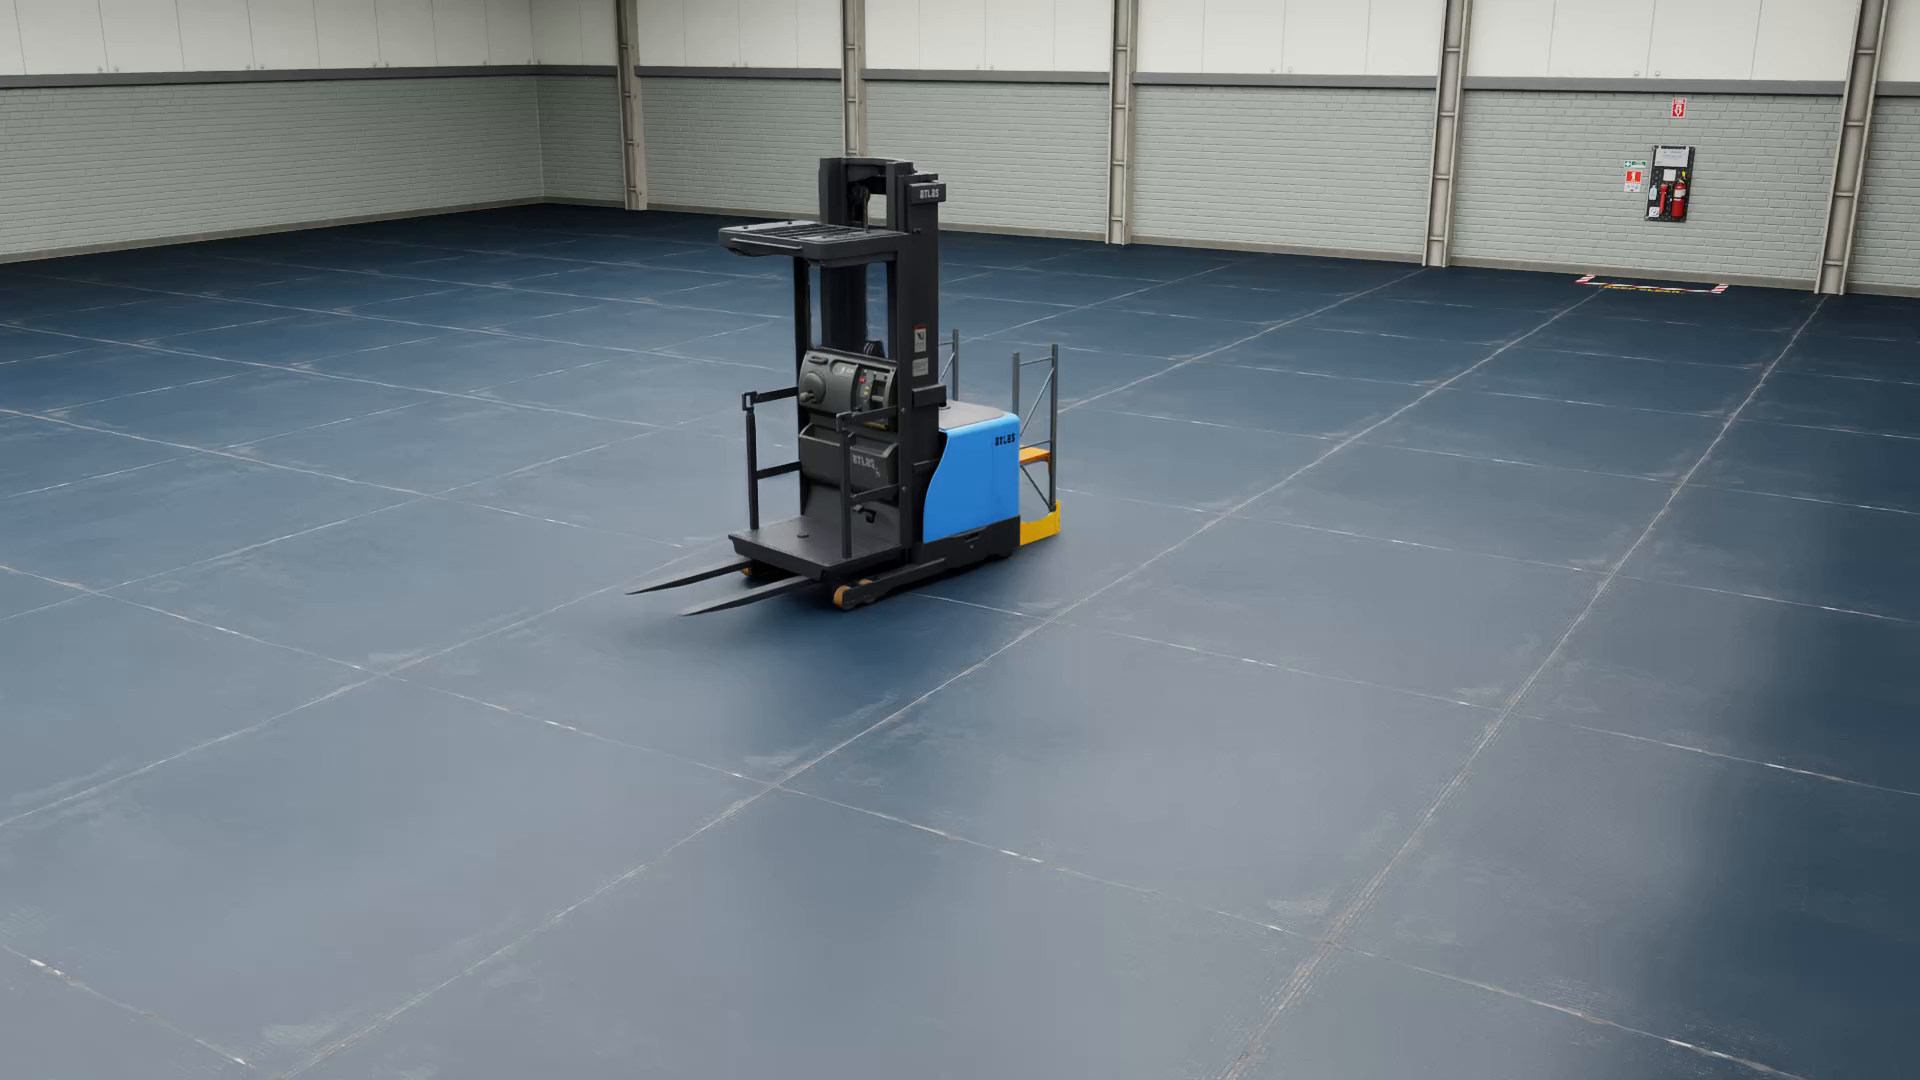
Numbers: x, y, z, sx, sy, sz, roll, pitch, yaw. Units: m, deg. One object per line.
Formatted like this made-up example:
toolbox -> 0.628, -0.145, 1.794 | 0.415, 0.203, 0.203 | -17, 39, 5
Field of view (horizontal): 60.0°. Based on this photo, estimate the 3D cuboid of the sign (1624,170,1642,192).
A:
sign -> 10.701, -5.704, 26.438 | 0.234, 0.329, 0.001 | 10, 20, 30

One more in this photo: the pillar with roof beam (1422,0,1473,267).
pillar with roof beam -> 5.838, -7.909, 23.436 | 0.400, 9.000, 9.100 | 10, 20, 30

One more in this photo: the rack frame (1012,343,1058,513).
rack frame -> 0.567, -0.723, 12.682 | 0.032, 1.500, 0.500 | 15, 22, 40

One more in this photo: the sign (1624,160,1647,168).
sign -> 10.700, -5.955, 26.351 | 0.331, 0.109, 0.001 | 10, 20, 30

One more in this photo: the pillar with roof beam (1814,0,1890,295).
pillar with roof beam -> 10.951, -6.996, 20.431 | 0.400, 9.000, 9.100 | 10, 20, 30

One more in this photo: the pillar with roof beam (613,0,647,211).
pillar with roof beam -> -9.500, -10.647, 32.449 | 0.400, 9.000, 9.100 | 10, 20, 30

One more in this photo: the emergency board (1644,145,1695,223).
emergency board -> 11.118, -5.577, 26.082 | 0.643, 1.169, 0.194 | 10, 20, 30

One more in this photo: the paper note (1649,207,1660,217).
paper note -> 11.003, -5.200, 26.355 | 0.142, 0.148, 0.016 | 10, 20, 30

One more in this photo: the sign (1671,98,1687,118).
sign -> 11.163, -6.713, 25.830 | 0.199, 0.298, 0.001 | 10, 20, 30

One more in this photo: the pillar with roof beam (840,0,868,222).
pillar with roof beam -> -4.387, -9.734, 29.445 | 0.400, 9.000, 9.100 | 10, 20, 30

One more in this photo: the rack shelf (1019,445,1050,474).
rack shelf -> 0.189, -0.650, 13.059 | 1.000, 0.185, 0.538 | 15, 22, 40

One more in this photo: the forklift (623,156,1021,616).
forklift -> -0.934, -1.094, 11.438 | 1.130, 2.935, 3.031 | 16, 23, 42

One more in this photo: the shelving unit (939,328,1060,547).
shelving unit -> 0.196, -0.820, 13.001 | 1.083, 1.500, 0.587 | 15, 22, 40

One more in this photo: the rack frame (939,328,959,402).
rack frame -> -0.189, -0.921, 13.332 | 0.032, 1.500, 0.500 | 15, 22, 40

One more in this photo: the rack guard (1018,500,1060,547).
rack guard -> 0.566, -0.125, 12.864 | 0.087, 0.250, 0.587 | 15, 22, 40

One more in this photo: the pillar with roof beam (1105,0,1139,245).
pillar with roof beam -> 0.726, -8.822, 26.440 | 0.400, 9.000, 9.100 | 10, 20, 30
